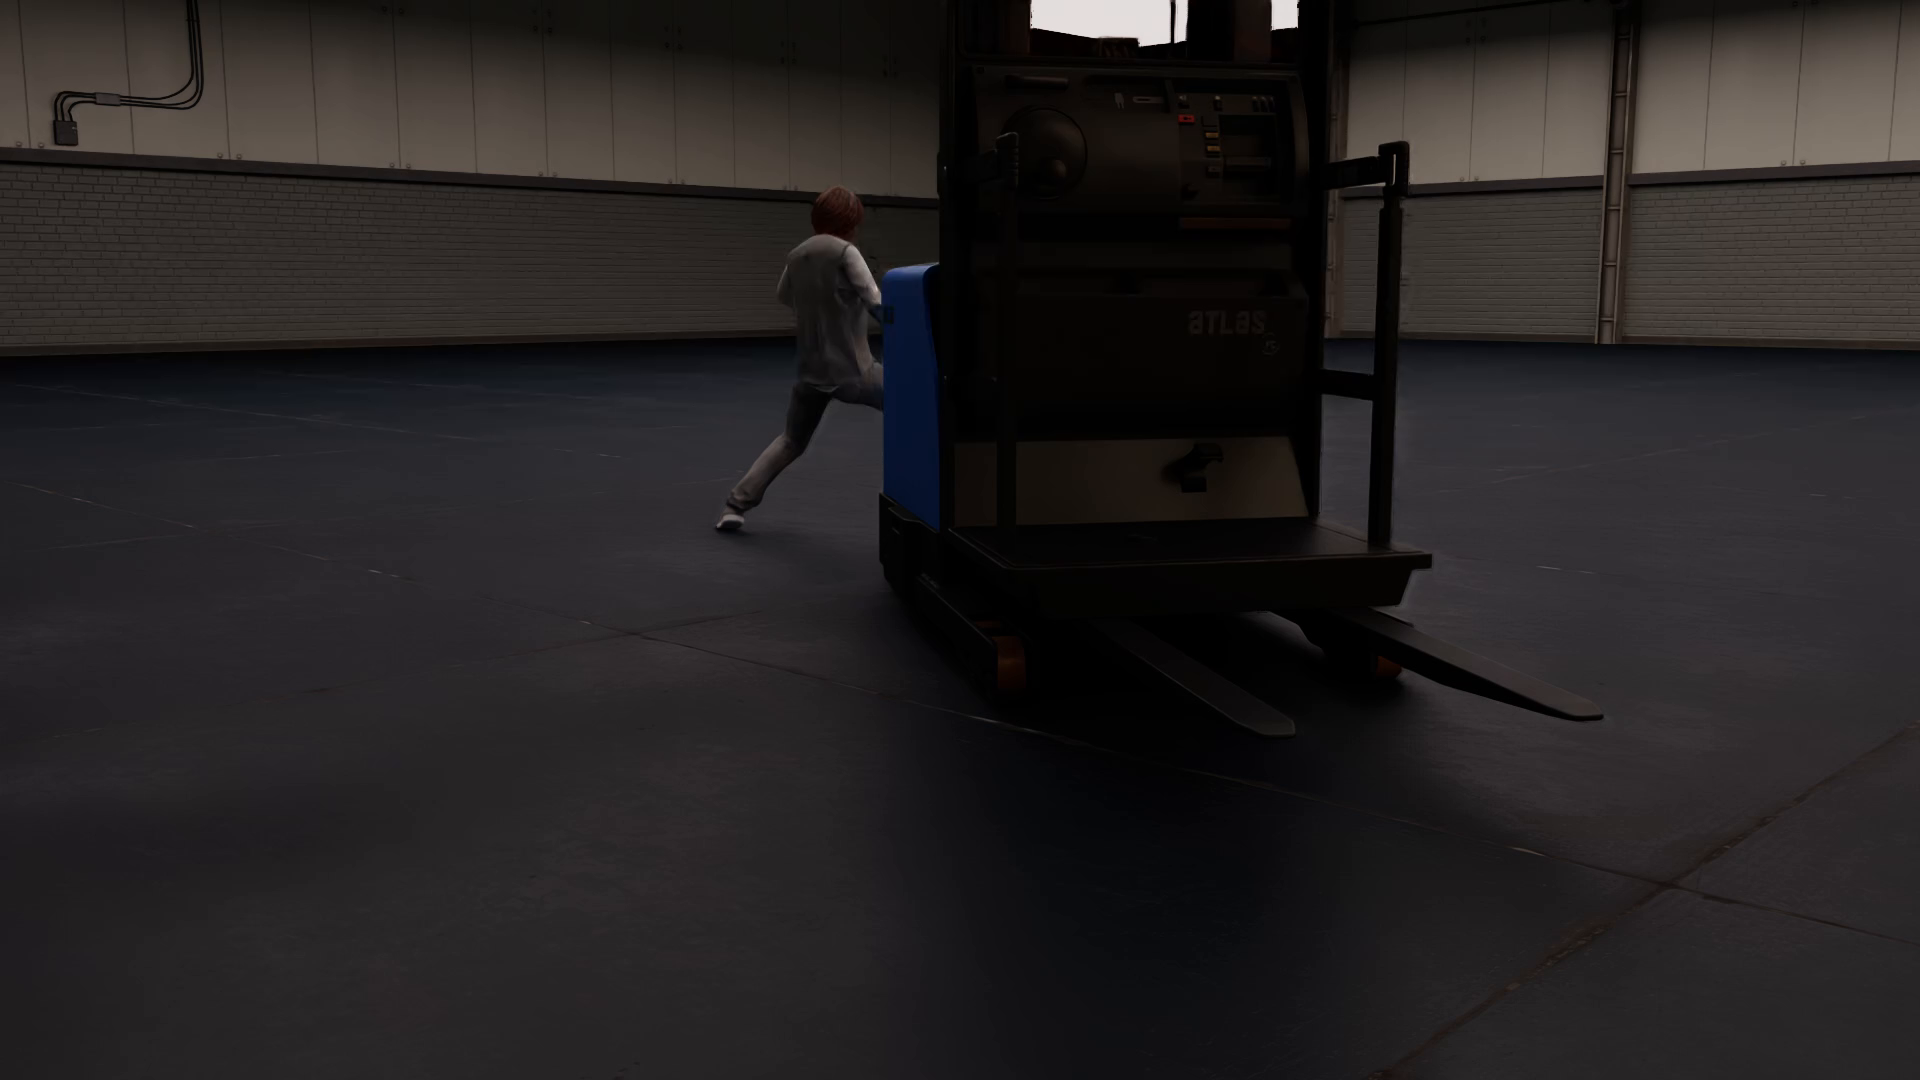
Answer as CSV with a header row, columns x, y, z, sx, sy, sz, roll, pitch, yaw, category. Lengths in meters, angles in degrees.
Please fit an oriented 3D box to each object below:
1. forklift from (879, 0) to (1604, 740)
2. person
x,y,z,sx,sy,sz,roll,pitch,yaw,category
0.538,-1.114,4.269,1.130,2.935,3.031,-2,9,-12,forklift
-0.475,-0.731,6.946,0.927,1.436,0.872,8,12,44,person
